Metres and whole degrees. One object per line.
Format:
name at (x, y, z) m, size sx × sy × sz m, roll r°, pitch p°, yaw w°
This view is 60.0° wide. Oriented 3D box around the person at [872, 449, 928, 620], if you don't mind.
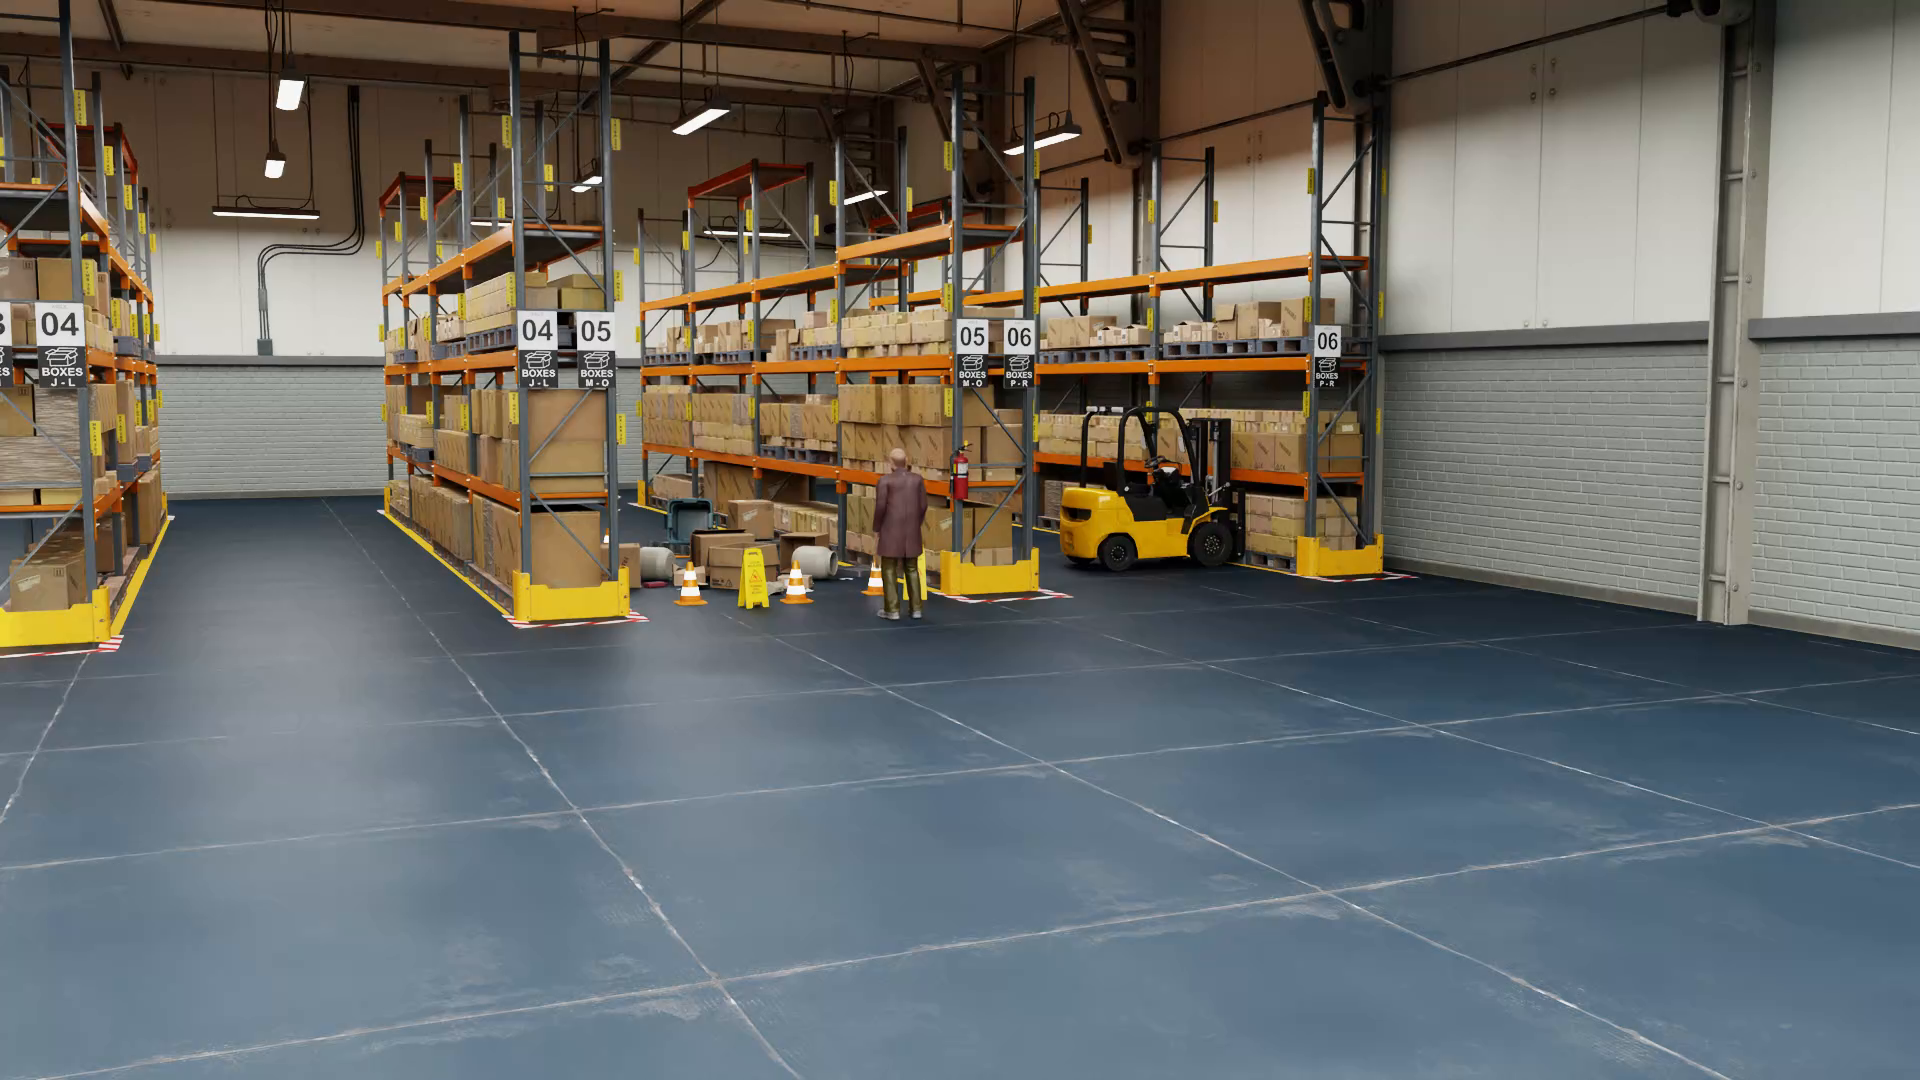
person at (-0.634, -0.067, 17.397) m, size 0.587 × 1.779 × 0.424 m, roll -2°, pitch 6°, yaw -25°
